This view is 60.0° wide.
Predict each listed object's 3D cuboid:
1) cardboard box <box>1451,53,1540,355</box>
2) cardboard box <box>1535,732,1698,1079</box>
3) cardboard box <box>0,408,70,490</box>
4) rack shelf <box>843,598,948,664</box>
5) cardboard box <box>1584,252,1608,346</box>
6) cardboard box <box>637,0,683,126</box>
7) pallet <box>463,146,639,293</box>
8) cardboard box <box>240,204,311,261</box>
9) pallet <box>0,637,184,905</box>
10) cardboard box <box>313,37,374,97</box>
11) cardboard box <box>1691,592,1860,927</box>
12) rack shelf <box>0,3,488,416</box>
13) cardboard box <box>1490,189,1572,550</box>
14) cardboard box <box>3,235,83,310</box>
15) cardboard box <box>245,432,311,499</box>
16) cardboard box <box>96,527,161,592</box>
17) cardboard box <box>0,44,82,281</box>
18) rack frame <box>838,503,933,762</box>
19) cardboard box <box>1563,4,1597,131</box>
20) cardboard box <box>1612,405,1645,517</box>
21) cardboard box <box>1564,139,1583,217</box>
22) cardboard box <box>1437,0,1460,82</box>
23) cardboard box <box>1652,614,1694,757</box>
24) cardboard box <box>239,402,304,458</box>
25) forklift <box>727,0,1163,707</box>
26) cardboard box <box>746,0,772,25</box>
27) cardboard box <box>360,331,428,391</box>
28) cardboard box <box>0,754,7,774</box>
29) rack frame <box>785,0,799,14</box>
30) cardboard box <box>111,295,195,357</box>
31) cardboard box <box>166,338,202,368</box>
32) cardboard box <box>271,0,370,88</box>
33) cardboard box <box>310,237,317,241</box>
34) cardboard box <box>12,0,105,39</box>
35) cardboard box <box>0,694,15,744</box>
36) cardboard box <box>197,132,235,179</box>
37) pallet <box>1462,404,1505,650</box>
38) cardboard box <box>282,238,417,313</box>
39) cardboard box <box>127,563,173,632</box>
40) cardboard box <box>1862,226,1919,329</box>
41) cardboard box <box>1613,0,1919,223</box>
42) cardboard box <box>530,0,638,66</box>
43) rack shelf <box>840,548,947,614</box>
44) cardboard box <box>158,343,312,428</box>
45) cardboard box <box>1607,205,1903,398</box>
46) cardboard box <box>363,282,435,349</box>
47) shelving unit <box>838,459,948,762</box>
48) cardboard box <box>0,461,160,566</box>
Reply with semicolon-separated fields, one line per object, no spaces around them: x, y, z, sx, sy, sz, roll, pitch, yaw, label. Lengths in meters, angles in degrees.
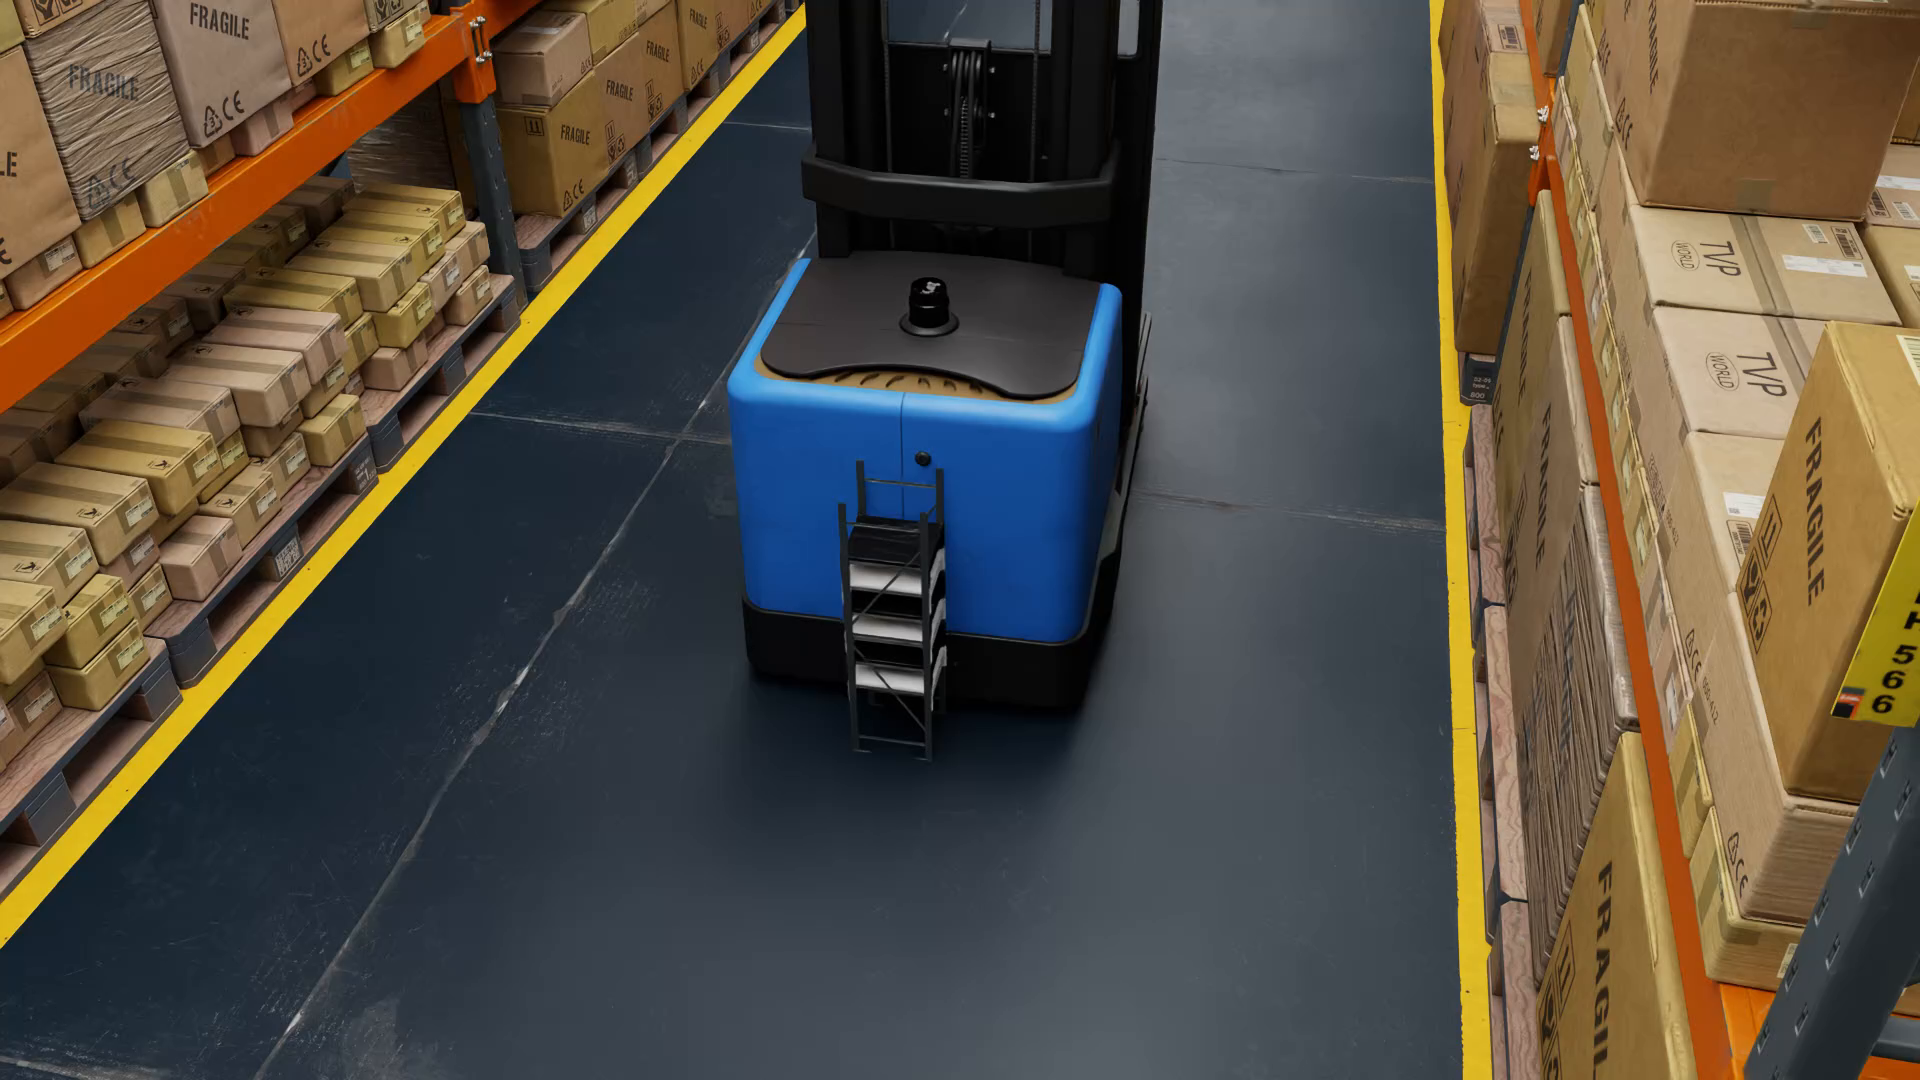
2.590;-1.247;6.367;1.225;0.875;0.875;7;37;10;cardboard box
1.677;1.039;3.213;0.875;0.875;0.875;7;37;10;cardboard box
-3.014;-0.286;5.153;0.380;0.149;0.250;6;36;8;cardboard box
-0.180;0.241;4.703;0.258;0.077;0.200;6;38;9;rack shelf
1.808;-0.595;4.229;0.380;0.149;0.250;8;37;11;cardboard box
-1.724;-2.401;8.279;0.500;0.500;0.500;8;37;11;cardboard box
-2.186;-1.565;7.729;1.003;0.211;1.213;7;37;10;pallet
-2.744;-1.182;6.389;0.380;0.149;0.250;9;37;12;cardboard box
-2.981;0.670;4.645;1.003;0.211;1.213;7;37;10;pallet
-2.247;-1.645;5.678;0.380;0.149;0.250;9;37;12;cardboard box
1.463;0.355;2.579;0.500;0.250;0.500;7;36;9;cardboard box
-2.778;-0.809;4.924;1.077;0.370;4.000;7;37;10;rack shelf
2.254;-0.509;5.349;0.875;0.875;0.875;7;37;10;cardboard box
-2.609;-0.752;4.445;0.380;0.149;0.250;7;36;9;cardboard box
-2.444;-0.261;5.625;0.380;0.149;0.250;8;37;11;cardboard box
-2.639;0.043;4.953;0.380;0.149;0.250;6;36;8;cardboard box
-2.633;-0.927;4.134;0.500;0.500;0.500;8;37;11;cardboard box
-0.200;0.275;4.604;0.240;0.900;0.006;6;38;9;rack frame
2.117;-1.391;4.987;0.500;0.250;0.500;7;36;9;cardboard box
1.644;-0.152;3.618;0.380;0.149;0.250;7;37;10;cardboard box
1.973;-1.036;4.838;0.380;0.149;0.250;8;37;11;cardboard box
3.160;-2.777;8.479;1.225;0.875;0.875;6;36;8;cardboard box
1.482;0.288;3.010;0.380;0.149;0.250;7;37;10;cardboard box
-2.455;-0.419;5.590;0.380;0.149;0.250;6;36;8;cardboard box
0.113;-1.550;5.391;1.130;2.935;3.031;6;36;8;forklift
-1.382;-3.288;9.503;0.500;0.500;0.500;7;37;10;cardboard box
-2.232;-0.697;6.227;0.380;0.149;0.250;6;36;8;cardboard box
-2.805;0.610;4.424;0.380;0.149;0.250;7;37;10;cardboard box
-1.497;-4.540;9.458;1.000;3.000;0.127;7;37;10;rack frame
-2.917;-0.742;5.783;0.380;0.149;0.250;8;37;11;cardboard box
-2.866;-0.606;5.848;0.380;0.149;0.250;9;37;12;cardboard box
-2.290;-1.798;5.336;0.500;0.500;0.500;6;36;9;cardboard box
-2.741;-1.216;6.689;0.380;0.149;0.250;9;37;12;cardboard box
-2.510;-1.622;4.241;0.500;0.500;0.500;6;36;8;cardboard box
-2.729;0.492;4.333;0.380;0.149;0.250;7;37;10;cardboard box
-2.462;-1.202;5.066;0.380;0.149;0.250;7;36;9;cardboard box
2.234;-0.012;5.587;1.003;0.211;1.213;7;37;10;pallet
-2.235;-0.972;6.100;0.380;0.149;0.250;7;37;10;cardboard box
-2.635;0.176;5.023;0.380;0.149;0.250;7;37;10;cardboard box
2.307;-0.462;3.705;0.500;0.250;0.500;7;36;9;cardboard box
1.902;-1.108;3.958;0.500;0.500;0.500;6;36;8;cardboard box
-1.824;-2.405;7.645;0.500;0.250;0.500;8;37;11;cardboard box
-0.181;0.098;4.594;0.258;0.077;0.200;6;38;9;rack shelf
-2.380;-0.510;5.462;0.380;0.149;0.250;6;36;8;cardboard box
1.787;-0.527;3.795;0.500;0.250;0.500;7;37;10;cardboard box
-2.193;-0.850;6.185;0.380;0.149;0.250;6;36;8;cardboard box
-0.181;0.214;4.683;0.258;0.900;0.210;6;38;9;shelving unit
-2.601;-0.080;4.869;0.380;0.149;0.250;9;37;12;cardboard box
